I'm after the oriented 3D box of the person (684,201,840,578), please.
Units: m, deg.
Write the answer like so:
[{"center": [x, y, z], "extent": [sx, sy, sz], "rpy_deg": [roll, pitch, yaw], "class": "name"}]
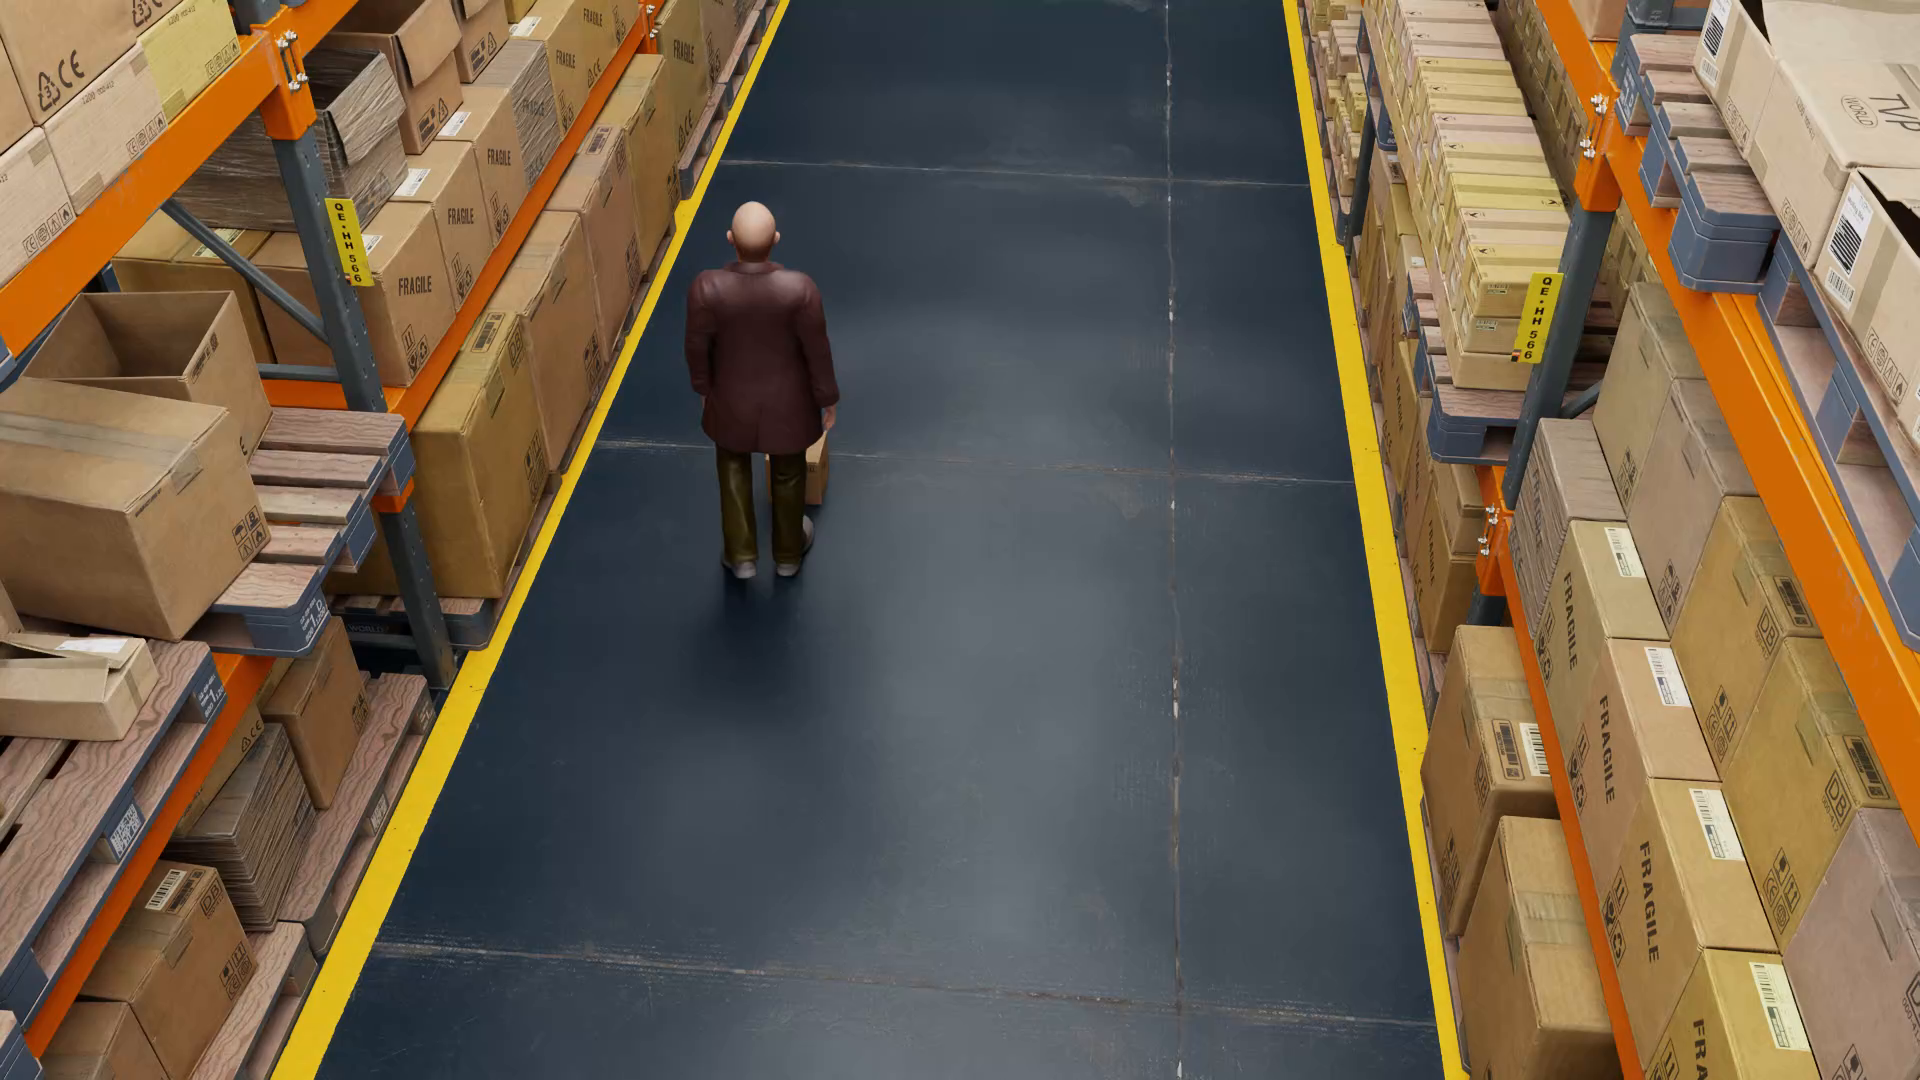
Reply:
[{"center": [-0.802, -0.592, 6.860], "extent": [0.616, 1.779, 0.494], "rpy_deg": [0, 40, 0], "class": "person"}]
